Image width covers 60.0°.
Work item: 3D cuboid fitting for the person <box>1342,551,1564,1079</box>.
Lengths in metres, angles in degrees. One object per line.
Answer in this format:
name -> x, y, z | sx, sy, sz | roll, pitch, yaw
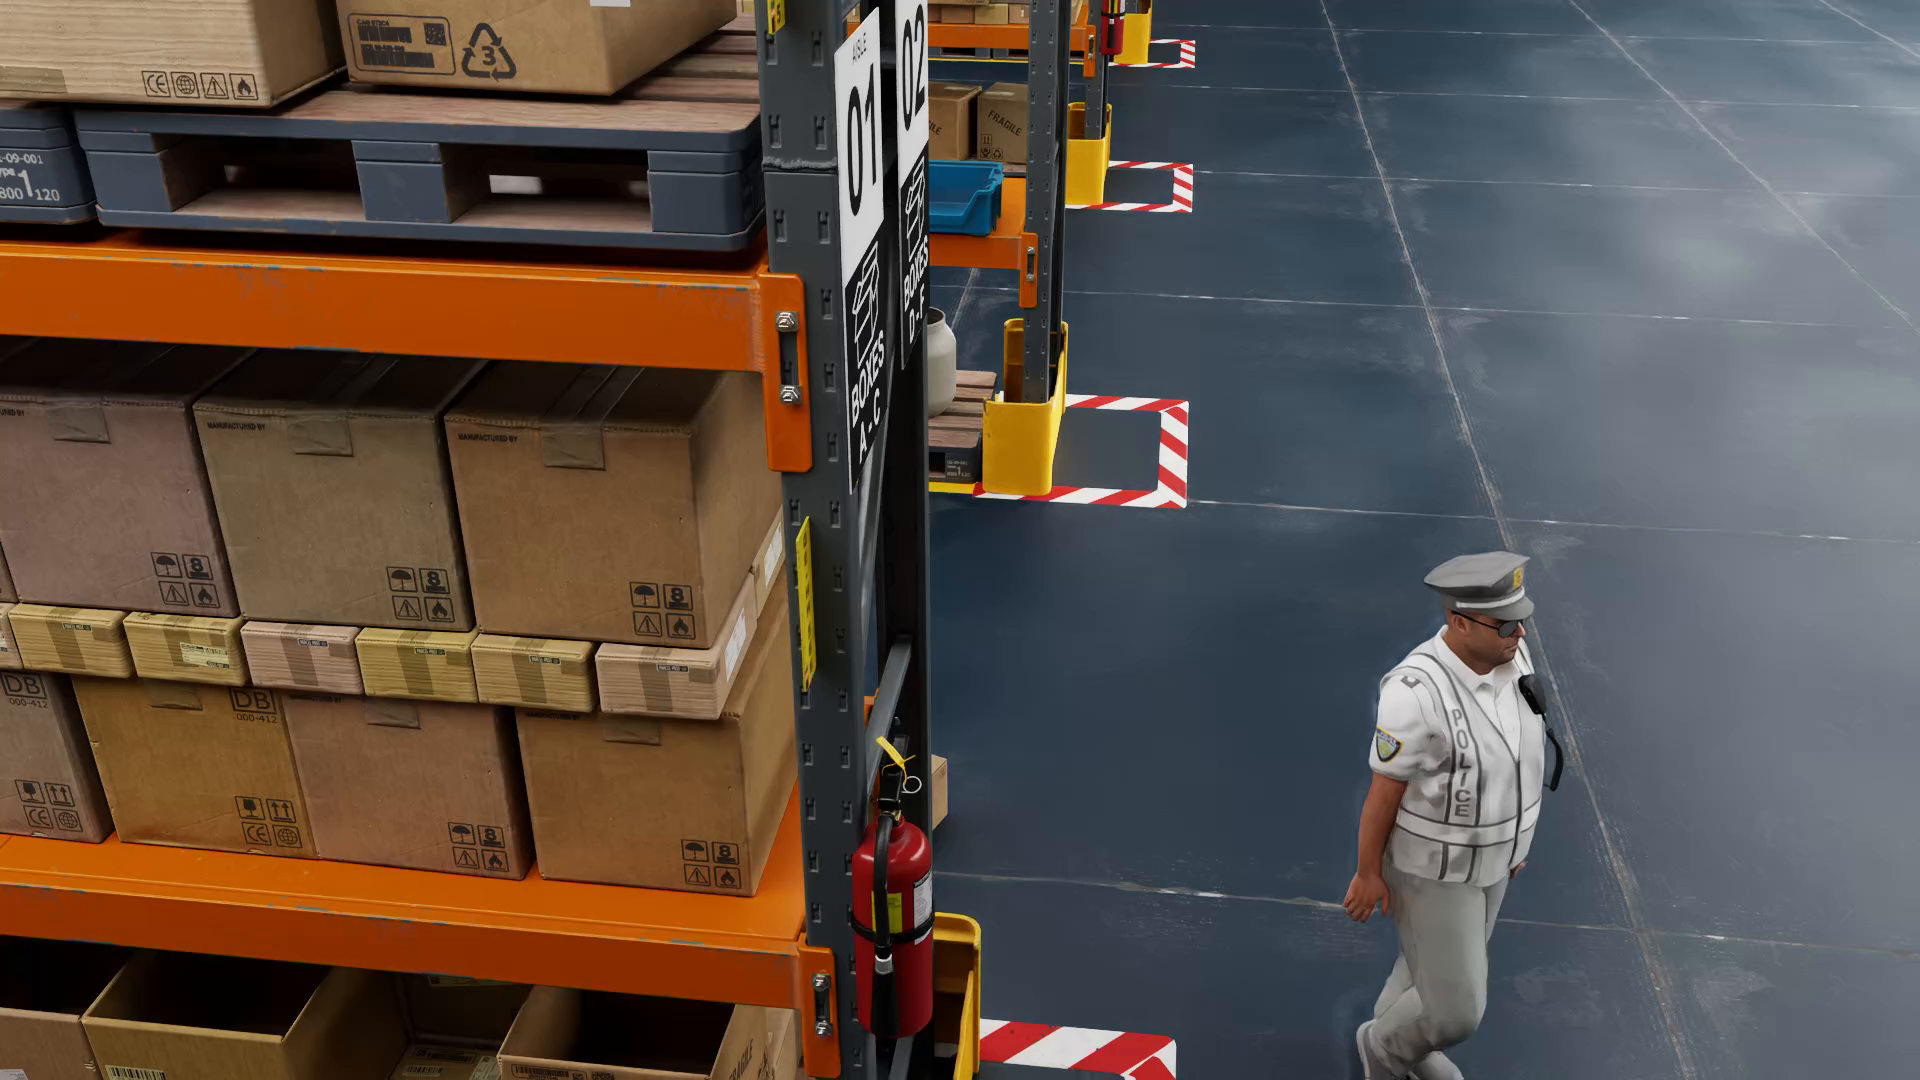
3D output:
person -> 1.350, 0.861, 4.489 | 0.577, 1.819, 0.464 | -21, 35, -34
